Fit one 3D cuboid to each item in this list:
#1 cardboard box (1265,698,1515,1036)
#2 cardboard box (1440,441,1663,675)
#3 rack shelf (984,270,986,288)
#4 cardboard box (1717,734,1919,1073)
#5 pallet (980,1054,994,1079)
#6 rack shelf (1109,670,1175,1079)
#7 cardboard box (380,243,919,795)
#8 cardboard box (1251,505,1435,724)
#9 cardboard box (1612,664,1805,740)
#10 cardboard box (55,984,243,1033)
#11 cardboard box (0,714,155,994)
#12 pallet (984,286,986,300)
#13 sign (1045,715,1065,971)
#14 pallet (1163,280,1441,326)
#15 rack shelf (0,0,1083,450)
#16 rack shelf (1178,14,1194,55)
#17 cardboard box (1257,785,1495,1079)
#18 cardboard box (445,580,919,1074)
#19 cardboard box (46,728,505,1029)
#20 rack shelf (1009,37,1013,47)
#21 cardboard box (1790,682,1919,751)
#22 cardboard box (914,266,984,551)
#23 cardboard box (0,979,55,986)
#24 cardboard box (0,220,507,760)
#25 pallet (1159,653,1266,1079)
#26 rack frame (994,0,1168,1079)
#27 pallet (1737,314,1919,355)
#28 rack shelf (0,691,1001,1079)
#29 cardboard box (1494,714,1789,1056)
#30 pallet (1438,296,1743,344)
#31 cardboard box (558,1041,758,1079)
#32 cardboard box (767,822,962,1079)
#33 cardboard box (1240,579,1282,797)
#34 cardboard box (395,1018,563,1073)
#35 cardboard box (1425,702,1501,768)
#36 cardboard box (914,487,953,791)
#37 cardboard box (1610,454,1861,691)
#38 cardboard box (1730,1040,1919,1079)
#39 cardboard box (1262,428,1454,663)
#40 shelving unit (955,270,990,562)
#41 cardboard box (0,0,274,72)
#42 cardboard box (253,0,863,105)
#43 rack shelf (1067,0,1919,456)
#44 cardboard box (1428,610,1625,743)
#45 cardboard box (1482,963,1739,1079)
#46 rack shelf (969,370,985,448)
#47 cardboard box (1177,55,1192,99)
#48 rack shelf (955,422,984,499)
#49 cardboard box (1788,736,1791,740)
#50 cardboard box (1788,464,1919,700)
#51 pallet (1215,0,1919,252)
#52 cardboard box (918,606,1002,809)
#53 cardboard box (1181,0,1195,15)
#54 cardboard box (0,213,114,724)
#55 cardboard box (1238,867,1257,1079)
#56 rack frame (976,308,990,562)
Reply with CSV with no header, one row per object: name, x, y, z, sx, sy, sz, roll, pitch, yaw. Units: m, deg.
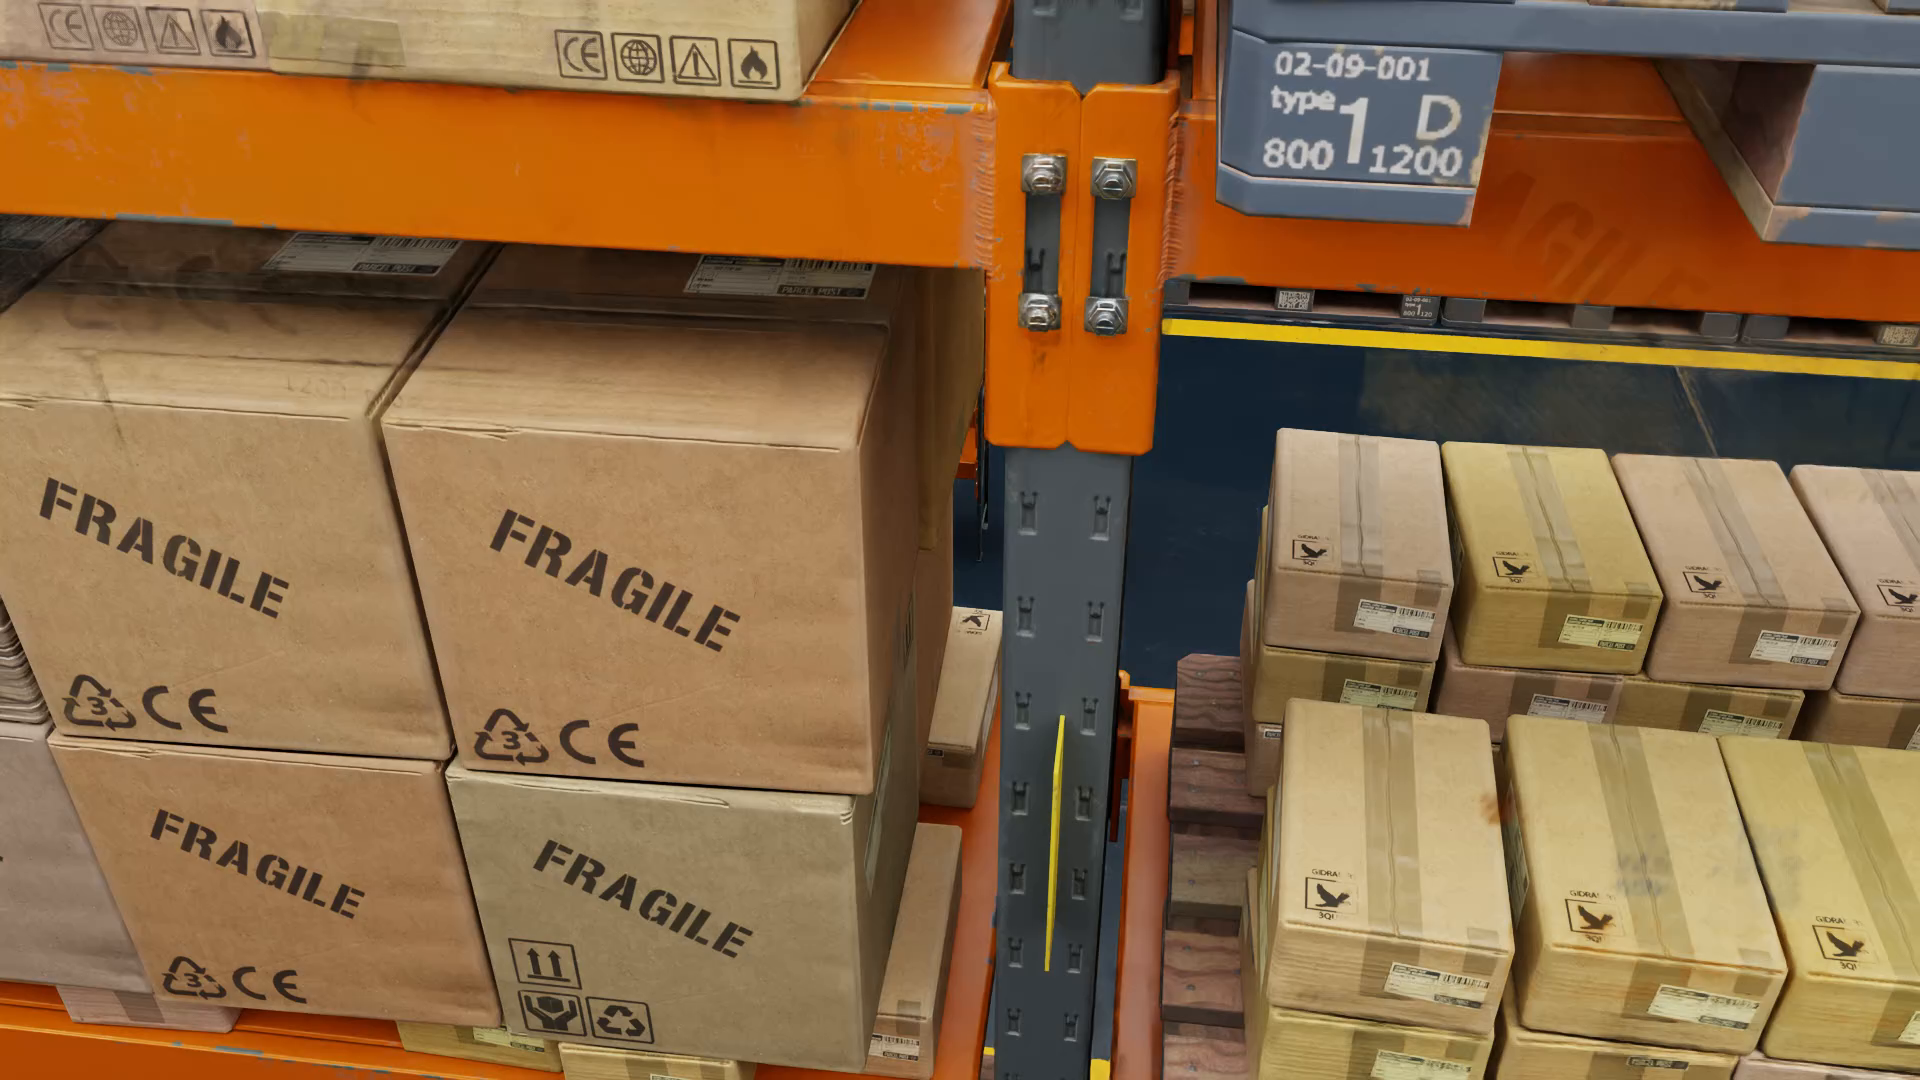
cardboard box,0.503,0.377,1.983,0.250,0.149,0.380,6,36,8
cardboard box,0.861,0.019,2.484,0.250,0.149,0.380,3,36,5
rack shelf,-0.164,-0.820,5.190,0.480,0.148,0.258,4,36,6
cardboard box,1.035,0.414,1.930,0.250,0.149,0.380,5,36,6
pallet,-0.499,1.499,3.468,1.213,0.211,1.003,4,36,6
rack shelf,2.155,0.834,2.618,4.000,0.370,1.077,4,36,6
cardboard box,-0.329,-0.054,2.041,0.500,0.500,0.500,3,36,4
cardboard box,0.591,0.119,2.600,0.250,0.149,0.380,5,36,7
cardboard box,1.098,0.158,2.545,0.250,0.149,0.380,6,36,8
cardboard box,-1.195,0.563,2.596,0.250,0.149,0.380,3,36,4
cardboard box,-1.353,0.282,2.431,0.500,0.500,0.500,4,36,6
pallet,-0.043,-1.433,7.576,1.213,0.211,1.003,4,36,6
sign,0.110,0.354,1.926,0.005,0.325,0.100,4,36,6
pallet,1.476,-1.318,7.415,1.213,0.211,1.003,4,36,6
rack shelf,-1.813,-0.683,2.162,4.000,0.370,1.077,4,36,6
rack shelf,2.685,-2.026,6.625,4.000,0.370,1.077,4,36,6
cardboard box,0.503,0.498,2.069,0.250,0.149,0.380,5,36,7
cardboard box,-0.345,0.358,2.323,0.500,0.500,0.500,4,36,6
cardboard box,-0.859,0.319,2.378,0.500,0.500,0.500,3,36,5
rack shelf,-1.282,-2.322,7.040,4.000,0.370,1.077,4,36,6
cardboard box,1.370,0.176,2.520,0.250,0.149,0.380,3,36,4
cardboard box,-0.245,-0.349,2.454,0.500,0.500,0.500,5,36,7
cardboard box,-1.440,0.513,2.665,0.250,0.149,0.380,4,36,5
cardboard box,-0.843,-0.090,2.091,0.500,0.500,0.500,3,36,4
pallet,0.911,0.612,2.476,1.213,0.211,1.003,4,36,6
rack frame,0.171,0.395,2.614,0.053,2.616,0.949,4,36,6
pallet,3.896,-1.137,7.162,1.213,0.211,1.003,4,36,6
rack shelf,-1.813,0.538,3.033,4.000,0.370,1.077,4,36,6
cardboard box,0.781,0.394,1.959,0.250,0.149,0.380,5,36,7
pallet,2.690,-1.229,7.290,1.213,0.211,1.003,4,36,6
cardboard box,-0.411,0.653,2.469,0.250,0.149,0.380,3,36,5
cardboard box,-0.142,0.609,2.530,0.250,0.149,0.380,4,36,5
cardboard box,0.590,0.240,2.686,0.250,0.149,0.380,3,36,5
cardboard box,-0.669,0.599,2.545,0.250,0.149,0.380,6,36,8
cardboard box,0.848,0.259,2.660,0.250,0.149,0.380,4,36,6
cardboard box,-0.288,0.050,2.756,0.500,0.500,0.500,4,36,5
cardboard box,1.117,0.039,2.455,0.250,0.149,0.380,3,36,4
cardboard box,1.017,0.535,2.018,0.250,0.149,0.380,5,36,7
cardboard box,0.594,0.000,2.511,0.250,0.149,0.380,6,36,8
shelving unit,-0.164,-0.501,5.419,0.503,1.200,0.258,4,36,6
cardboard box,-0.844,-0.691,1.683,0.500,0.250,0.500,4,36,6
cardboard box,-0.350,-0.647,1.622,0.500,0.250,0.500,5,36,7
rack shelf,2.155,-0.387,1.747,4.000,0.370,1.077,4,36,6
cardboard box,0.853,0.138,2.573,0.250,0.149,0.380,4,36,6
cardboard box,0.761,0.516,2.044,0.250,0.149,0.380,4,36,5
rack shelf,-0.164,-0.446,5.458,0.480,0.148,0.258,4,36,6
cardboard box,1.327,-1.773,7.119,0.875,0.875,0.875,5,36,7
rack shelf,-0.164,-0.284,5.573,0.480,0.148,0.258,4,36,6
cardboard box,1.344,0.297,2.606,0.250,0.149,0.380,3,36,4
cardboard box,1.377,0.059,2.428,0.250,0.149,0.380,4,36,6
pallet,0.770,-0.644,1.650,1.003,0.211,1.213,4,36,6
cardboard box,-0.068,0.286,2.983,0.250,0.149,0.380,6,36,8
cardboard box,1.104,-2.221,6.408,0.500,0.250,0.500,3,36,5
cardboard box,-1.349,-0.136,2.155,0.500,0.500,0.500,5,36,7
cardboard box,0.503,0.619,2.156,0.250,0.149,0.380,3,36,4
rack frame,0.078,-0.483,5.393,0.015,1.200,0.240,4,36,6
